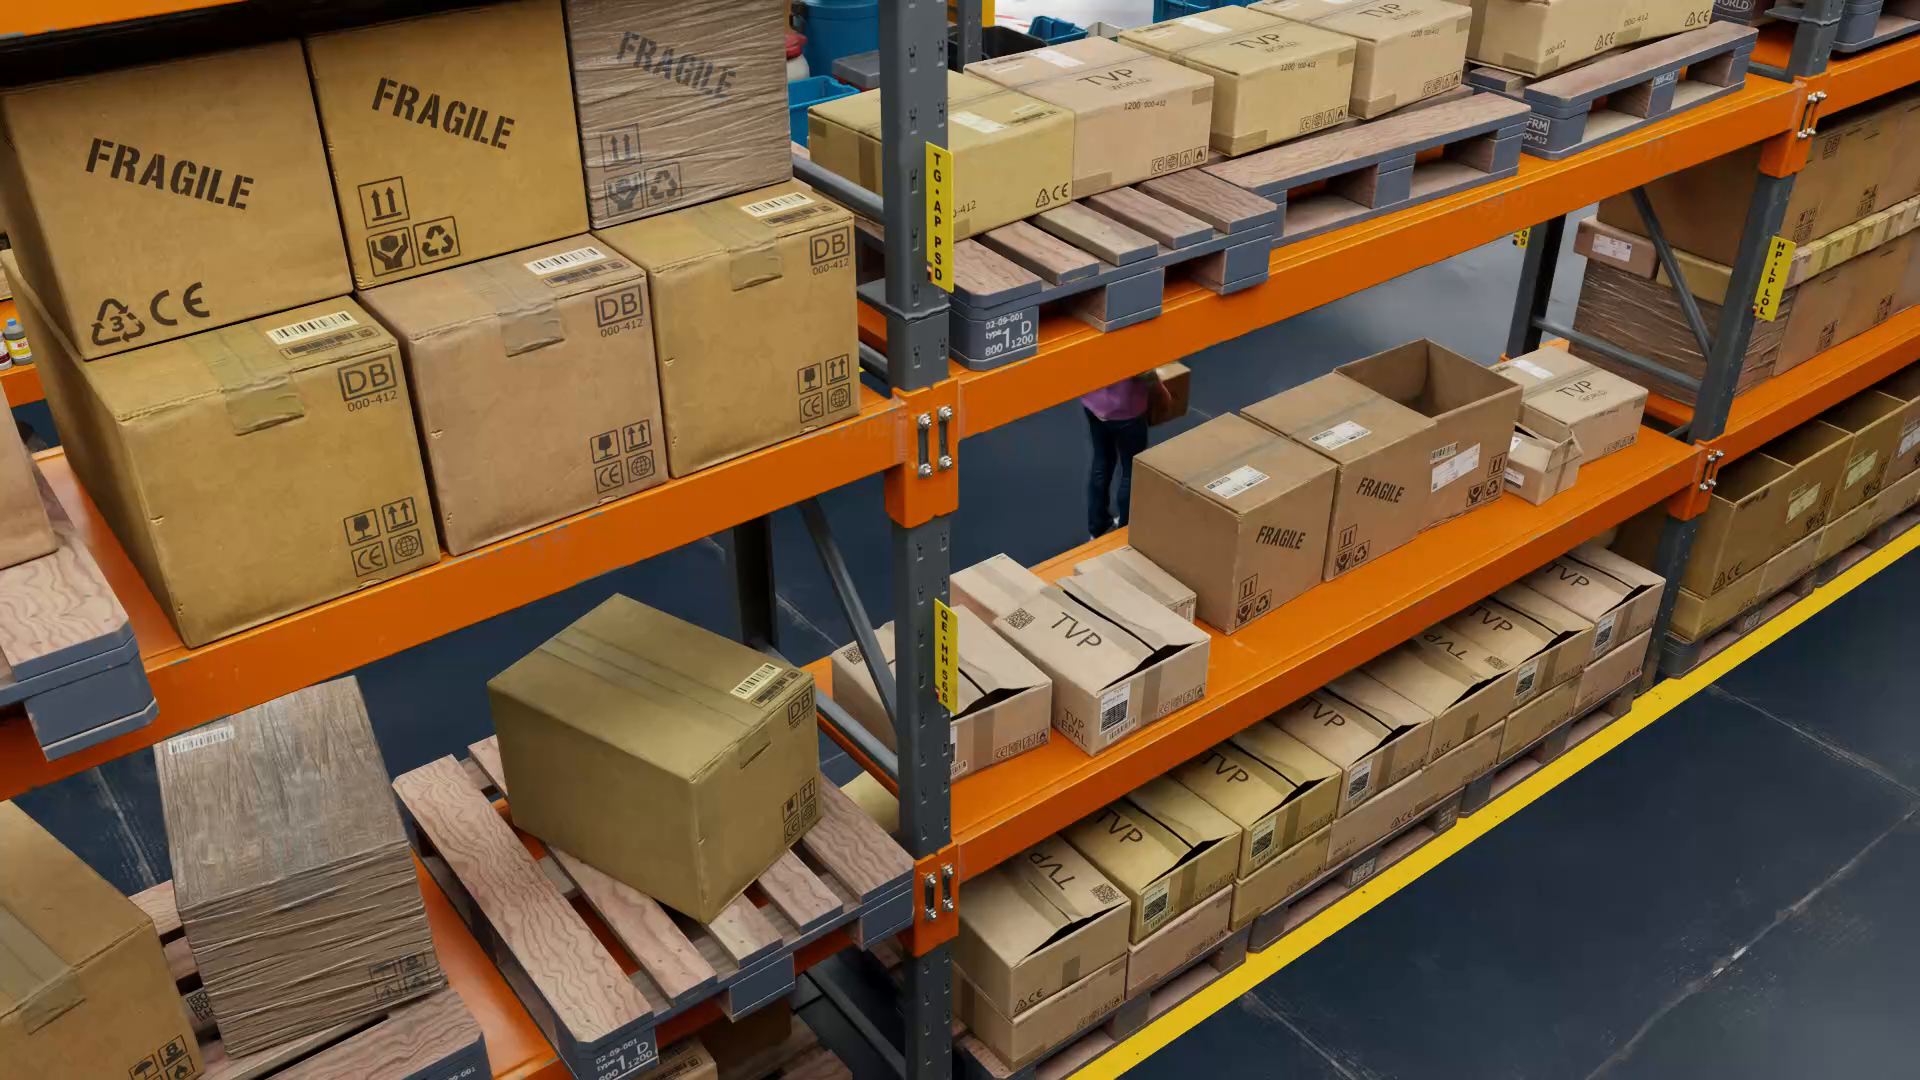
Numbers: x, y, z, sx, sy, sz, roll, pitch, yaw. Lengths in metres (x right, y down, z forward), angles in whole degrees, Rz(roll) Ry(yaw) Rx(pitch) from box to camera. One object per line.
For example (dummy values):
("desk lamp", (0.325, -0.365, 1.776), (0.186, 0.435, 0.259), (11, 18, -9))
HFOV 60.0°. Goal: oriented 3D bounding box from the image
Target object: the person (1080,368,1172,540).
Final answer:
("person", (0.804, -0.670, 8.190), (0.417, 1.600, 0.454), (-21, 38, -30))
